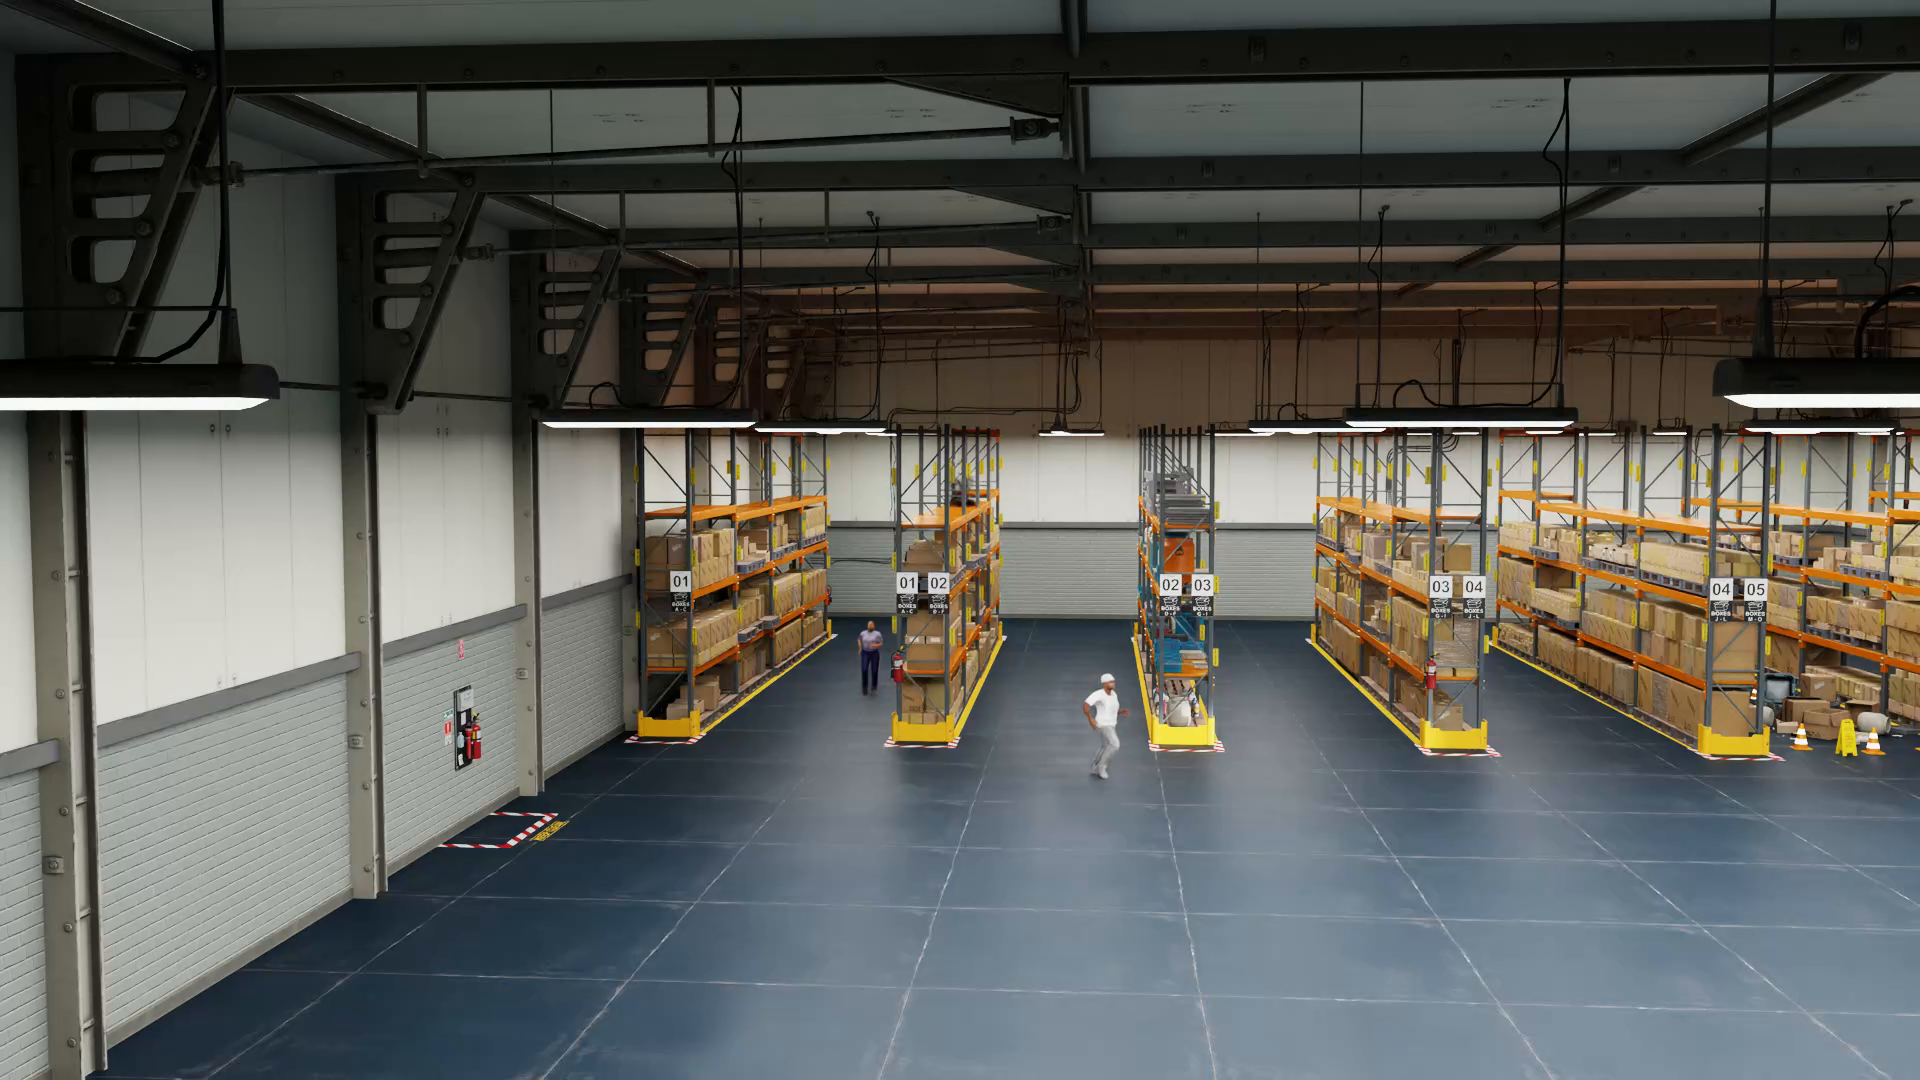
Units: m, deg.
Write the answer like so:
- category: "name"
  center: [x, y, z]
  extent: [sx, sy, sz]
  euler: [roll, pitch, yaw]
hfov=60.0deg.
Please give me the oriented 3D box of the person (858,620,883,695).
- category: "person"
  center: [-2.015, 2.639, 37.314]
  extent: [0.575, 1.689, 0.711]
  euler: [0, 3, 0]

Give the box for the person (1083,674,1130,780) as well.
- category: "person"
  center: [2.501, 3.143, 28.087]
  extent: [0.701, 1.773, 0.691]
  euler: [2, 4, 32]

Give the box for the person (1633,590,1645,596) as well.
- category: "person"
  center: [19.198, 1.979, 47.296]
  extent: [0.574, 1.722, 0.702]
  euler: [0, 3, 3]
